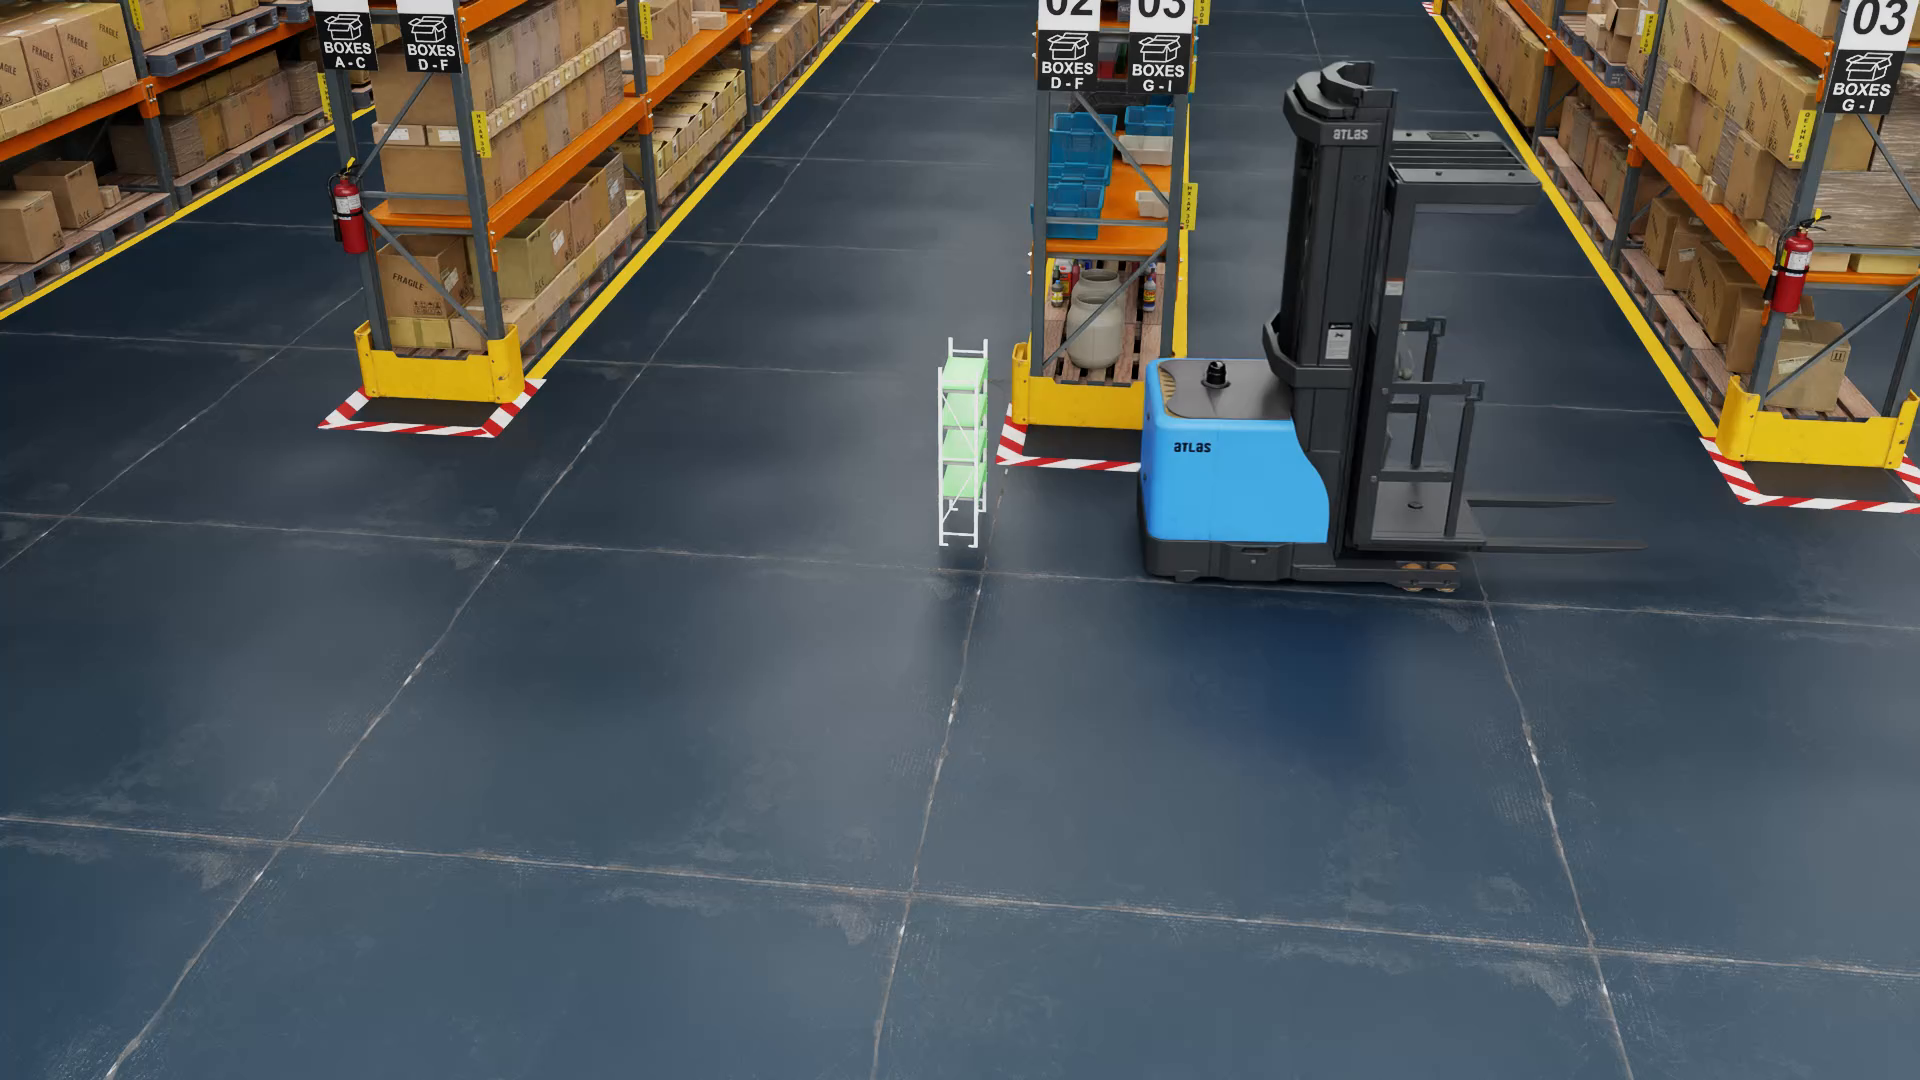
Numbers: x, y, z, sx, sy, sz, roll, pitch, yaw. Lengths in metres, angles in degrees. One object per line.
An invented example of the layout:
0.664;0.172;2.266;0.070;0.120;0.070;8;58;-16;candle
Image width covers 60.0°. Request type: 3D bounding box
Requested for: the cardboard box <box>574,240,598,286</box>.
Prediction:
-3.436;-2.384;14.262;0.500;0.250;0.500;3;28;6;cardboard box

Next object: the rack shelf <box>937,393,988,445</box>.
0.020;-0.761;10.319;0.258;0.148;0.480;3;28;6;rack shelf

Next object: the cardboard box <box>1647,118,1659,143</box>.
6.045;-3.459;14.064;0.380;0.149;0.250;3;28;6;cardboard box

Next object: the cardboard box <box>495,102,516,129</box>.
-3.584;-3.208;12.545;0.380;0.149;0.250;3;29;6;cardboard box

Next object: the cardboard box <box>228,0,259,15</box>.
-8.023;-5.945;17.844;0.700;0.500;0.500;3;28;6;cardboard box

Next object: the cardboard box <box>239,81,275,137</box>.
-8.092;-4.796;18.454;0.700;0.500;0.500;3;28;6;cardboard box

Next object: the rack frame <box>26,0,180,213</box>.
-8.334;-4.634;15.980;1.000;3.000;0.127;3;28;6;rack frame

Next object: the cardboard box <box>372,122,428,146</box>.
-4.050;-2.985;12.131;0.380;0.149;0.250;3;28;5;cardboard box

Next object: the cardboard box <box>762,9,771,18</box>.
-2.793;-6.741;22.064;0.500;0.500;0.500;4;29;7;cardboard box

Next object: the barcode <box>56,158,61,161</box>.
-8.639;-3.627;15.947;0.001;0.075;0.075;3;28;6;barcode

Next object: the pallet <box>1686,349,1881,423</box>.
6.067;-1.076;12.316;1.003;0.211;1.213;3;28;6;pallet

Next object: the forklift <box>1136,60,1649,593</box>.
2.645;-1.235;9.744;3.031;2.935;1.130;1;28;2;forklift

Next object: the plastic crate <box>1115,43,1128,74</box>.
1.431;-4.801;16.514;0.450;0.188;0.662;3;28;6;plastic crate

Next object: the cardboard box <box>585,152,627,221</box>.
-3.330;-3.186;14.959;0.500;0.500;0.500;3;28;6;cardboard box

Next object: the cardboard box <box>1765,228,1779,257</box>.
5.785;-2.040;11.432;0.380;0.149;0.250;3;28;6;cardboard box

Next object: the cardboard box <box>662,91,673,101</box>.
-3.404;-4.734;18.032;0.500;0.311;0.500;3;28;5;cardboard box

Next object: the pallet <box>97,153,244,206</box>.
-8.241;-3.773;17.322;1.003;0.211;1.213;3;28;6;pallet

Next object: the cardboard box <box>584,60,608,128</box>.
-3.524;-3.934;14.576;0.700;0.500;0.500;3;28;6;cardboard box

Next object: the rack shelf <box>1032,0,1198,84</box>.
1.253;-4.120;12.623;1.077;0.370;4.000;3;28;6;rack shelf

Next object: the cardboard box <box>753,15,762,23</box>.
-2.861;-6.852;21.480;0.500;0.250;0.500;3;29;6;cardboard box

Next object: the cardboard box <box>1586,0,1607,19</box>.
6.877;-5.625;17.273;0.500;0.500;0.500;0;28;0;cardboard box

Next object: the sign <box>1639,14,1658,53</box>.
5.862;-4.310;14.159;0.100;0.325;0.005;3;28;6;sign

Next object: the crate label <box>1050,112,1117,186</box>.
0.965;-3.073;13.046;0.502;0.435;0.616;3;28;6;crate label

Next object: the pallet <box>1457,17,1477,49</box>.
7.712;-7.237;23.753;1.003;0.211;1.213;3;28;6;pallet

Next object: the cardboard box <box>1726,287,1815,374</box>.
6.056;-1.548;12.445;0.500;0.500;0.500;11;30;19;cardboard box

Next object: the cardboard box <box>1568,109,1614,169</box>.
6.786;-4.168;17.287;0.700;0.500;0.500;1;28;2;cardboard box

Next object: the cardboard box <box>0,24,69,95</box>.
-8.213;-4.194;14.511;0.500;0.500;0.500;3;28;5;cardboard box

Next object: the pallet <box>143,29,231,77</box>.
-8.096;-4.900;16.678;1.003;0.211;1.213;3;28;6;pallet

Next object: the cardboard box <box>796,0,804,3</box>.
-2.557;-7.761;24.156;0.500;0.311;0.500;3;28;6;cardboard box

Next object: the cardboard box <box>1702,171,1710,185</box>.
5.933;-2.749;12.746;0.380;0.149;0.250;3;28;6;cardboard box

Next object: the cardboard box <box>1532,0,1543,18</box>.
6.785;-6.178;18.741;0.500;0.500;0.500;3;28;6;cardboard box

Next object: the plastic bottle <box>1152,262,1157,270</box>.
1.594;-2.211;13.897;0.097;0.271;0.097;0;28;0;plastic bottle

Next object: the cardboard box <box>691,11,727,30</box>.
-2.763;-5.680;18.188;0.380;0.149;0.250;3;28;6;cardboard box

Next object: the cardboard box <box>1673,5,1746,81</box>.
6.046;-3.953;13.243;0.500;0.500;0.500;3;28;6;cardboard box

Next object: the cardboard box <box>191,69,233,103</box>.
-8.150;-4.857;17.776;0.500;0.250;0.500;3;28;5;cardboard box

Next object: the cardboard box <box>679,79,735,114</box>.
-2.804;-4.946;18.425;0.500;0.311;0.500;3;28;5;cardboard box

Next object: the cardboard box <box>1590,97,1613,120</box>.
6.796;-4.509;17.130;0.500;0.250;0.500;7;29;12;cardboard box

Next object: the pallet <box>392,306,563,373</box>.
-3.856;-1.599;13.288;1.003;0.211;1.213;3;28;6;pallet

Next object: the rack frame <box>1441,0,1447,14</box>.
7.884;-9.419;24.862;1.000;3.000;0.127;3;28;6;rack frame

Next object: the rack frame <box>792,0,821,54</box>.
-2.437;-8.113;22.439;1.000;3.000;0.127;3;28;6;rack frame

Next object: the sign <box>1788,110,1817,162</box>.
5.375;-2.578;10.610;0.100;0.325;0.005;3;28;6;sign

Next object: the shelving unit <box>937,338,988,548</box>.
0.020;-0.606;10.402;0.258;1.200;0.503;3;28;6;shelving unit

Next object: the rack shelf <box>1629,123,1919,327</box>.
6.169;-2.512;12.800;1.077;0.370;4.000;3;28;6;rack shelf

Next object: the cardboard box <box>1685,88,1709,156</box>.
6.240;-3.262;13.016;0.875;0.500;0.500;3;28;6;cardboard box

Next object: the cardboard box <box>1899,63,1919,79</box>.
6.330;-2.980;11.438;0.500;0.500;0.500;3;28;6;cardboard box

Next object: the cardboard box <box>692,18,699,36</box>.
-3.028;-5.516;17.883;0.380;0.149;0.250;5;29;10;cardboard box

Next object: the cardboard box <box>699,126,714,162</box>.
-2.934;-4.221;17.671;0.500;0.250;0.500;4;29;7;cardboard box

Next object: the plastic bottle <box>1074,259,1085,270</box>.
1.014;-2.301;14.137;0.097;0.201;0.097;0;28;0;plastic bottle

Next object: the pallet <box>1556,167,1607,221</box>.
6.655;-3.485;16.788;1.003;0.211;1.213;3;28;6;pallet

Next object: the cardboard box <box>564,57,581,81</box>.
-3.395;-3.939;13.902;0.380;0.149;0.250;4;29;8;cardboard box

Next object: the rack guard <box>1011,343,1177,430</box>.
0.970;-1.113;12.081;1.175;0.500;0.348;3;28;6;rack guard

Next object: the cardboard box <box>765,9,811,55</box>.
-2.282;-6.725;22.034;0.500;0.500;0.500;3;29;6;cardboard box

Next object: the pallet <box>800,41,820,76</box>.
-2.500;-6.500;22.386;1.003;0.211;1.213;3;28;6;pallet

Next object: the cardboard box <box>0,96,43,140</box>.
-8.268;-3.627;14.249;0.500;0.250;0.500;4;29;7;cardboard box

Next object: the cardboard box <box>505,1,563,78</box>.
-3.650;-4.045;13.414;0.700;0.500;0.500;3;28;6;cardboard box

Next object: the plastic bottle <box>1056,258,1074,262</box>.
0.889;-2.353;14.076;0.144;0.351;0.185;5;29;8;plastic bottle
